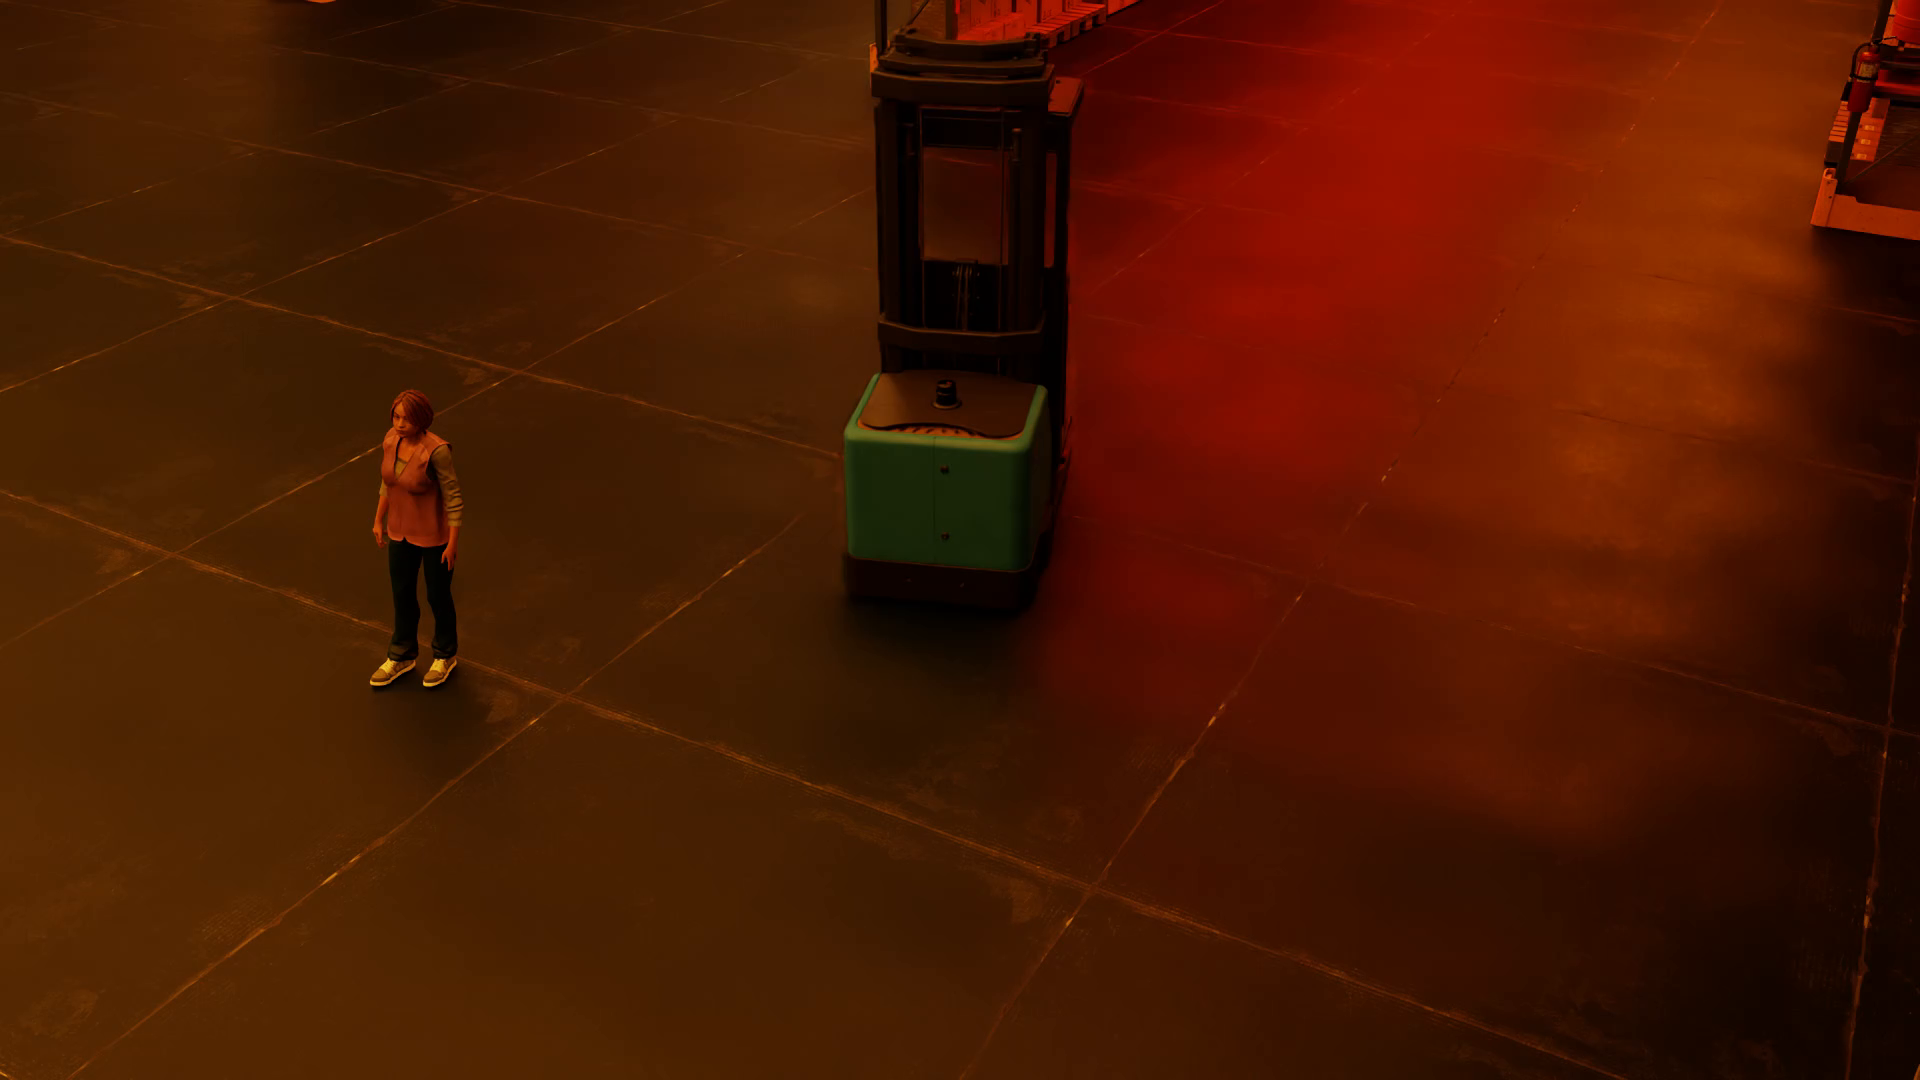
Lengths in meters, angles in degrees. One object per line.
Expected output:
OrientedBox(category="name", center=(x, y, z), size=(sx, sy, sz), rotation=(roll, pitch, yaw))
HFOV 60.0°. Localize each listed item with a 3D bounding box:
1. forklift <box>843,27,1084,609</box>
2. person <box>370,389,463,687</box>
OrientedBox(category="forklift", center=(0.112, -1.607, 9.854), size=(1.130, 2.935, 3.031), rotation=(5, 30, 8))
OrientedBox(category="person", center=(-2.760, 0.016, 8.362), size=(0.521, 1.596, 0.475), rotation=(12, 32, 20))
